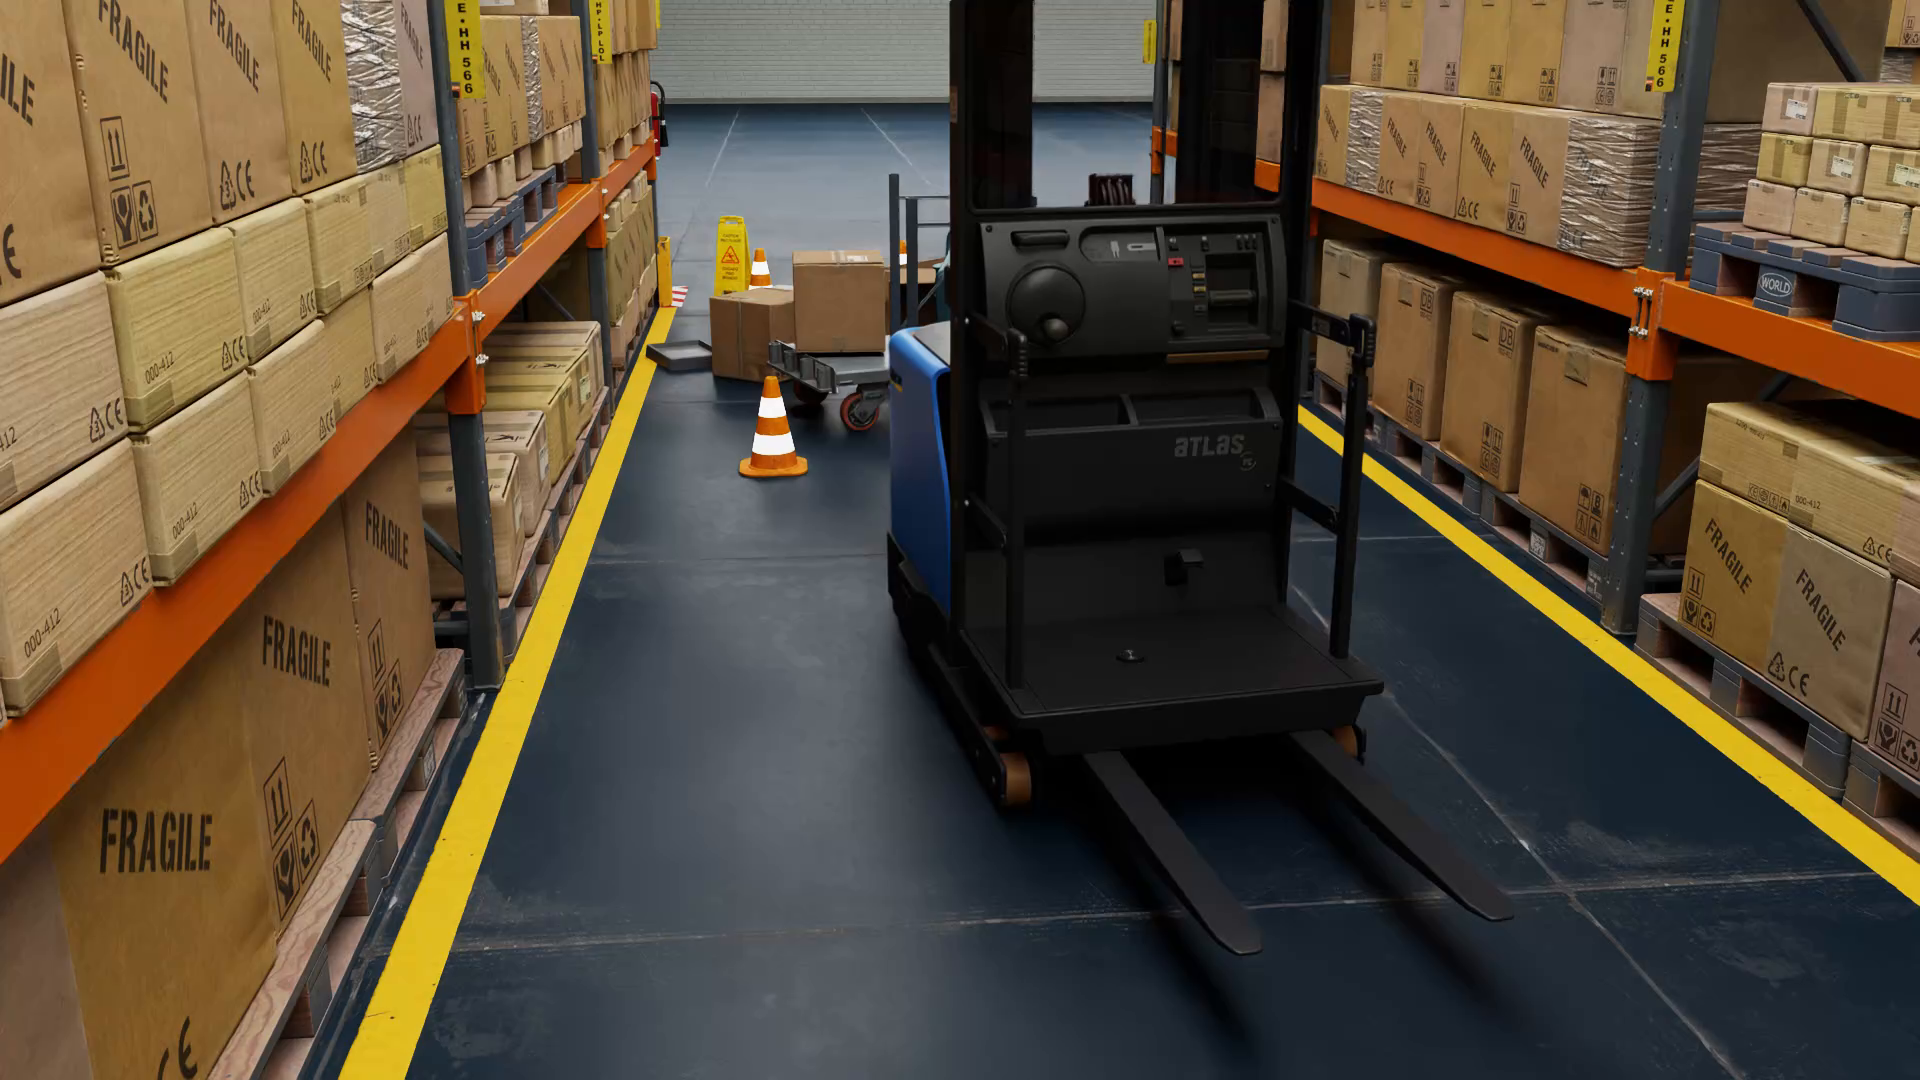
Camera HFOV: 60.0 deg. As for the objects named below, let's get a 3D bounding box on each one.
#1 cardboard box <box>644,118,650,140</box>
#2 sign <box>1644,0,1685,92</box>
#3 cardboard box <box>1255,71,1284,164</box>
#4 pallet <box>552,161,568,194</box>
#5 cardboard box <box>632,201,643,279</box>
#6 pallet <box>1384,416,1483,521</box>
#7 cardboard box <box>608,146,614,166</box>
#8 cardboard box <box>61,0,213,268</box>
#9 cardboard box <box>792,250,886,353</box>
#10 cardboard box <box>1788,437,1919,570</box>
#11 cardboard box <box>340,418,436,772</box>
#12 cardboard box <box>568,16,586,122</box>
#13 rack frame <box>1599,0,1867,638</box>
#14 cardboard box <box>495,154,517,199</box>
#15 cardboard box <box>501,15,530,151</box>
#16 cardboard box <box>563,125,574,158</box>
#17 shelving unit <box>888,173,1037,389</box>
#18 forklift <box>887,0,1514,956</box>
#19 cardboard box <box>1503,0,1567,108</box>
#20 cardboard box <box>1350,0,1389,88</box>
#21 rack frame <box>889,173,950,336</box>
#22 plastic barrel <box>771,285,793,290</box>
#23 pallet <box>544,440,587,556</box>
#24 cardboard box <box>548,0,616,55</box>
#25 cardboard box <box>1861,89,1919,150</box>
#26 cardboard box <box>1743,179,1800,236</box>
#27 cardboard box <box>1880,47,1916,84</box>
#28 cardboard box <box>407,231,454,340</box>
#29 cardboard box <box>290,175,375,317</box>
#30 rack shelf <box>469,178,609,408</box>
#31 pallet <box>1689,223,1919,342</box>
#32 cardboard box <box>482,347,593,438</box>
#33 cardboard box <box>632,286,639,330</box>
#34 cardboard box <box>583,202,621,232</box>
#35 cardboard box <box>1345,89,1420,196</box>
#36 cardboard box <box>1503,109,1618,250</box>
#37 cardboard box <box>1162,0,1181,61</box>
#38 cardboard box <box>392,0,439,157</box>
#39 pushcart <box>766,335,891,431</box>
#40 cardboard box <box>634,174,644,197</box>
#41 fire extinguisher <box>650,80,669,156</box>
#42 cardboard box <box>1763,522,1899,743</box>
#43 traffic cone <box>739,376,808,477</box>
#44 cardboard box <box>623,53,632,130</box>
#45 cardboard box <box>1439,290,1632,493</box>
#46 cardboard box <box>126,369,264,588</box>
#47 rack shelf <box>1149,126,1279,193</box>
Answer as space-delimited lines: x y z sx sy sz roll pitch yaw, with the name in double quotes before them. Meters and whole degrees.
"cardboard box" -2.478 -3.013 12.186 0.380 0.149 0.250 -2 18 -6
"sign" 2.320 -1.644 5.471 0.100 0.325 0.005 -2 18 -6
"cardboard box" 2.330 -2.645 10.345 0.875 0.550 0.550 -2 18 -6
"pallet" -2.520 -1.794 8.205 1.003 0.211 1.213 -2 18 -6
"cardboard box" -2.422 -2.019 11.239 0.500 0.500 0.500 -2 18 -7
"pallet" 2.743 -0.379 8.031 1.003 0.211 1.213 -2 18 -6
"cardboard box" -2.293 -2.328 10.006 0.380 0.149 0.250 -1 17 -4
"cardboard box" -1.517 -0.699 2.561 0.500 0.500 0.500 -2 18 -7
"cardboard box" -0.686 -1.351 9.380 0.500 0.500 0.500 -2 18 -6
"cardboard box" 2.755 -0.111 4.742 0.500 0.250 0.500 -2 18 -6
"cardboard box" -2.053 0.095 4.711 0.875 0.875 0.875 -2 18 -6
"cardboard box" -2.178 -2.377 8.377 0.500 0.500 0.500 -2 18 -7
"rack frame" 2.872 -1.109 5.703 1.000 3.000 0.127 -2 18 -6
"cardboard box" -1.876 -1.360 6.220 0.380 0.149 0.250 -2 18 -5
"cardboard box" -1.980 -1.770 6.444 0.500 0.500 0.500 -1 17 -5
"cardboard box" -2.054 -1.899 7.936 0.380 0.149 0.250 -2 18 -7
"shelving unit" -0.009 -0.741 7.033 0.538 1.500 1.048 -2 18 -6
"forklift" 0.569 -0.756 4.693 1.130 2.935 3.031 -4 18 -13
"cardboard box" 2.727 -2.072 6.931 0.700 0.500 0.500 -2 18 -6
"cardboard box" 2.517 -2.678 8.863 0.700 0.500 0.500 -2 18 -7
"rack frame" -0.061 -0.892 7.516 0.500 1.500 0.032 -2 18 -6
"plastic barrel" -1.147 -1.512 11.286 0.512 0.421 0.421 11 21 32
"pallet" -2.243 -0.191 7.434 1.003 0.211 1.213 -2 18 -6
"cardboard box" -2.283 -2.922 9.145 0.700 0.500 0.500 -2 18 -6
"cardboard box" 2.778 -1.177 4.643 0.380 0.149 0.250 -2 18 -6
"cardboard box" 2.717 -1.050 5.233 0.380 0.149 0.250 -2 18 -6
"cardboard box" 7.200 -3.345 12.161 0.875 0.500 0.500 -2 18 -6
"cardboard box" -1.731 -0.712 4.688 0.500 0.250 0.500 -2 18 -8
"cardboard box" -1.609 -0.652 3.662 0.500 0.250 0.500 -2 18 -7
"rack shelf" -2.247 -1.179 7.125 1.077 0.370 4.000 -2 18 -6
"pallet" 3.052 -0.809 5.065 1.213 0.211 1.003 -2 18 -6
"cardboard box" -2.320 -0.694 8.067 0.950 0.372 0.625 -1 17 -2
"cardboard box" -2.370 -1.507 10.860 0.500 0.250 0.500 -2 18 -6
"cardboard box" -2.199 -1.897 9.766 0.380 0.149 0.250 -2 17 -5
"cardboard box" 2.299 -2.033 8.479 0.500 0.500 0.500 -2 18 -5
"cardboard box" 2.508 -1.432 6.562 0.500 0.500 0.500 -2 18 -6
"cardboard box" 2.047 -3.968 12.754 0.875 0.550 0.550 -2 18 -6
"cardboard box" -1.728 -1.305 4.490 0.500 0.500 0.500 -2 18 -7
"pushcart" -0.191 -0.952 9.580 1.648 0.377 0.936 -8 19 -25
"cardboard box" -2.397 -2.453 11.536 0.380 0.149 0.250 -1 17 -5
"fire extinguisher" -2.420 -3.321 12.877 0.296 0.674 0.183 -2 18 -6
"cardboard box" 2.747 0.251 4.841 0.500 0.500 0.500 -2 17 -5
"traffic cone" -0.933 -0.581 8.257 0.336 0.463 0.334 -2 18 -6
"cardboard box" -2.408 -2.896 10.730 0.500 0.500 0.500 -2 17 -5
"cardboard box" 2.805 -0.681 7.393 1.050 0.750 0.750 -2 17 -5
"cardboard box" -1.503 -0.109 2.768 0.500 0.250 0.500 -2 18 -6
"rack shelf" 2.253 -2.554 11.504 1.077 0.370 4.000 -2 18 -6
